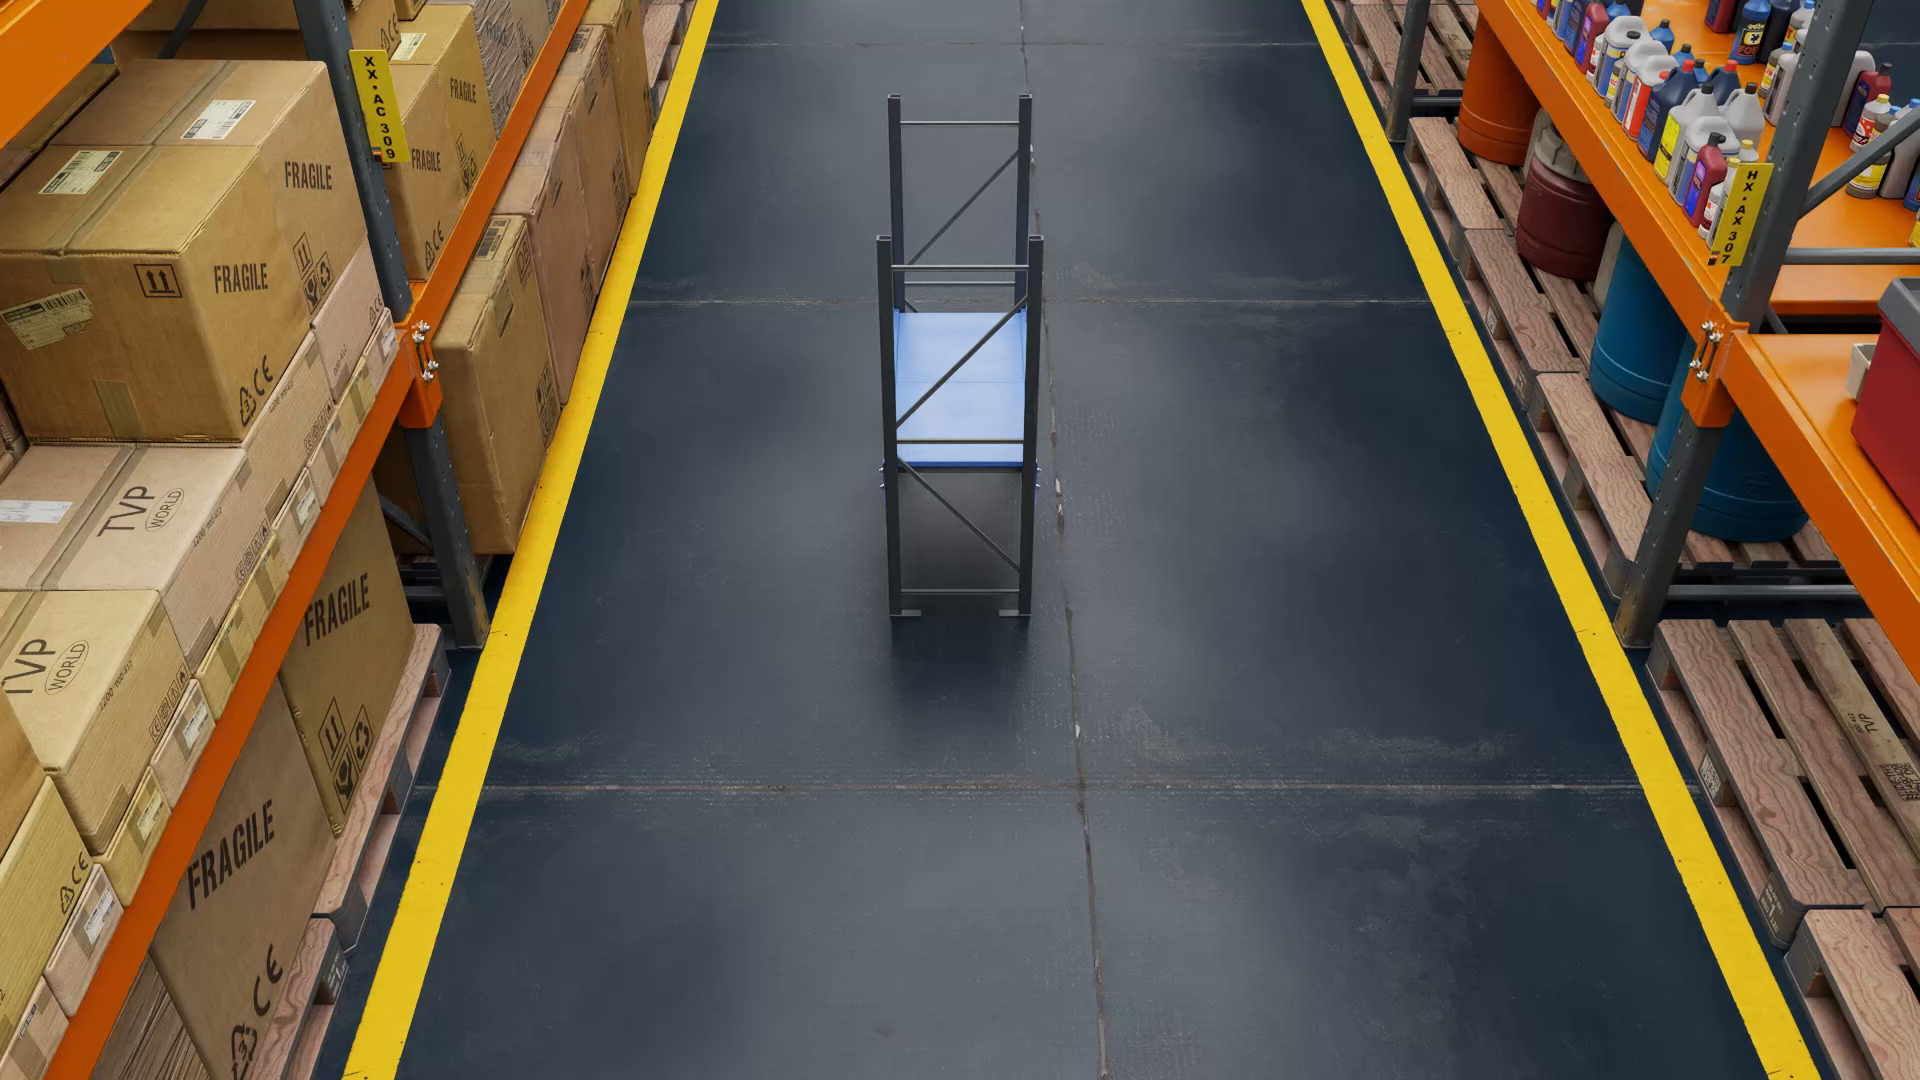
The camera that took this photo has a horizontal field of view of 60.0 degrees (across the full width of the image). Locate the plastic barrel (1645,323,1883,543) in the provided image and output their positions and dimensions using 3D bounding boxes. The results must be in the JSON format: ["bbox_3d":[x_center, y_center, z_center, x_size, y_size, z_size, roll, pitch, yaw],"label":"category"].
[{"bbox_3d":[2.816,-0.512,5.832,0.600,0.901,0.708,0,39,0],"label":"plastic barrel"}]

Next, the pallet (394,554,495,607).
[{"bbox_3d":[-2.230,-0.217,6.352,1.003,0.211,1.213,0,39,0],"label":"pallet"}]

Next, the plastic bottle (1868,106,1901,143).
[{"bbox_3d":[3.207,-1.401,5.759,0.097,0.201,0.097,0,39,0],"label":"plastic bottle"}]

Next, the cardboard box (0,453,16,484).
[{"bbox_3d":[-2.413,0.048,3.673,0.500,0.250,0.500,1,39,1],"label":"cardboard box"}]

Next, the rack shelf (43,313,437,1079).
[{"bbox_3d":[-2.151,0.708,3.543,1.077,0.370,4.000,0,39,0],"label":"rack shelf"}]

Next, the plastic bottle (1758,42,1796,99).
[{"bbox_3d":[3.054,-1.751,6.195,0.097,0.201,0.097,0,39,0],"label":"plastic bottle"}]

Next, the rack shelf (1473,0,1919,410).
[{"bbox_3d":[2.797,-1.797,6.668,1.077,0.370,4.000,0,39,0],"label":"rack shelf"}]

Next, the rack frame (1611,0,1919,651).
[{"bbox_3d":[2.799,-0.827,4.883,1.000,3.000,0.127,0,39,0],"label":"rack frame"}]

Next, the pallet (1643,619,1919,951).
[{"bbox_3d":[2.839,0.721,5.181,1.003,0.211,1.213,0,39,0],"label":"pallet"}]

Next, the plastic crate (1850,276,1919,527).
[{"bbox_3d":[2.550,-0.316,4.147,0.402,0.464,0.583,0,39,0],"label":"plastic crate"}]

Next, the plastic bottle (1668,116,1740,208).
[{"bbox_3d":[2.475,-1.253,5.514,0.152,0.276,0.135,0,39,0],"label":"plastic bottle"}]

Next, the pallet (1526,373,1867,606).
[{"bbox_3d":[2.840,-0.221,6.357,1.003,0.211,1.213,0,39,0],"label":"pallet"}]

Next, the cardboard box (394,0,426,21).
[{"bbox_3d":[-2.152,-2.082,5.567,0.797,0.503,0.637,0,39,0],"label":"cardboard box"}]

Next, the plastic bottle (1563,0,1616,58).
[{"bbox_3d":[2.470,-2.071,6.475,0.144,0.351,0.185,0,39,0],"label":"plastic bottle"}]

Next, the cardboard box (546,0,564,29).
[{"bbox_3d":[-1.911,-2.419,6.789,0.500,0.500,0.500,-1,39,-2],"label":"cardboard box"}]

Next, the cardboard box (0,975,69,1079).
[{"bbox_3d":[-1.822,0.912,2.915,0.380,0.149,0.250,-1,39,-1],"label":"cardboard box"}]

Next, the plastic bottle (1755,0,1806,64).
[{"bbox_3d":[3.182,-2.043,6.440,0.144,0.351,0.185,0,39,0],"label":"plastic bottle"}]

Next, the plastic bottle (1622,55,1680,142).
[{"bbox_3d":[2.475,-1.568,5.907,0.152,0.276,0.135,0,39,0],"label":"plastic bottle"}]

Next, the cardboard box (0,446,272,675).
[{"bbox_3d":[-1.887,0.038,3.686,0.500,0.250,0.500,1,39,1],"label":"cardboard box"}]

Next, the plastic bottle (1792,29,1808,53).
[{"bbox_3d":[3.179,-1.792,6.187,0.152,0.276,0.135,0,39,0],"label":"plastic bottle"}]

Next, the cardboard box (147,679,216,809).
[{"bbox_3d":[-1.824,0.428,3.518,0.380,0.149,0.250,1,39,1],"label":"cardboard box"}]

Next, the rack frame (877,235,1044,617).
[{"bbox_3d":[0.000,-0.321,5.451,0.500,1.500,0.032,0,39,0],"label":"rack frame"}]

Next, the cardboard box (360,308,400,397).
[{"bbox_3d":[-1.826,-0.535,4.719,0.380,0.149,0.250,0,39,0],"label":"cardboard box"}]

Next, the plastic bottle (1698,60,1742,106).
[{"bbox_3d":[2.615,-1.498,5.760,0.144,0.351,0.185,0,39,0],"label":"plastic bottle"}]

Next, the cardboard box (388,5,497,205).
[{"bbox_3d":[-1.906,-1.464,5.599,0.500,0.500,0.500,0,39,0],"label":"cardboard box"}]

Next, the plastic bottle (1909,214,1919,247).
[{"bbox_3d":[3.123,-1.053,5.205,0.144,0.351,0.185,0,39,0],"label":"plastic bottle"}]

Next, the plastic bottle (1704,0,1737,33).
[{"bbox_3d":[3.079,-2.199,6.689,0.061,0.283,0.133,0,39,0],"label":"plastic bottle"}]

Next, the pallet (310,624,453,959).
[{"bbox_3d":[-2.231,0.741,5.157,1.003,0.211,1.213,0,39,0],"label":"pallet"}]

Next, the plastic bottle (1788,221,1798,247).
[{"bbox_3d":[2.600,-1.007,5.267,0.097,0.201,0.097,0,39,0],"label":"plastic bottle"}]

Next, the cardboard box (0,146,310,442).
[{"bbox_3d":[-1.889,-0.573,3.848,0.500,0.500,0.500,0,39,0],"label":"cardboard box"}]

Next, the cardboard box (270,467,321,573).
[{"bbox_3d":[-1.825,-0.052,4.117,0.380,0.149,0.250,1,39,1],"label":"cardboard box"}]

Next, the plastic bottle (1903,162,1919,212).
[{"bbox_3d":[3.207,-1.222,5.480,0.097,0.271,0.097,0,39,0],"label":"plastic bottle"}]

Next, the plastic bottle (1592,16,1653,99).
[{"bbox_3d":[2.474,-1.797,6.193,0.152,0.276,0.135,0,39,0],"label":"plastic bottle"}]

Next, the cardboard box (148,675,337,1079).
[{"bbox_3d":[-2.232,0.818,4.194,0.875,0.875,0.875,0,39,0],"label":"cardboard box"}]

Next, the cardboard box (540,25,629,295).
[{"bbox_3d":[-2.185,-1.670,7.299,1.225,0.875,0.875,0,39,0],"label":"cardboard box"}]

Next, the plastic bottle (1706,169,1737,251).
[{"bbox_3d":[2.476,-1.024,5.229,0.152,0.276,0.135,0,39,0],"label":"plastic bottle"}]

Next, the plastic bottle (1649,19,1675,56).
[{"bbox_3d":[2.599,-1.807,6.210,0.097,0.271,0.097,0,39,0],"label":"plastic bottle"}]

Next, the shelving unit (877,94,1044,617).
[{"bbox_3d":[0.000,-0.639,5.848,0.538,1.500,1.048,0,39,0],"label":"shelving unit"}]

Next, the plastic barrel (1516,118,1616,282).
[{"bbox_3d":[2.814,-1.539,7.364,0.600,0.588,0.708,0,39,0],"label":"plastic barrel"}]

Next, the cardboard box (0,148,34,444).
[{"bbox_3d":[-2.416,-0.566,3.839,0.500,0.500,0.500,0,39,0],"label":"cardboard box"}]

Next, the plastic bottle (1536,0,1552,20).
[{"bbox_3d":[2.428,-2.289,6.801,0.061,0.283,0.133,0,39,0],"label":"plastic bottle"}]
